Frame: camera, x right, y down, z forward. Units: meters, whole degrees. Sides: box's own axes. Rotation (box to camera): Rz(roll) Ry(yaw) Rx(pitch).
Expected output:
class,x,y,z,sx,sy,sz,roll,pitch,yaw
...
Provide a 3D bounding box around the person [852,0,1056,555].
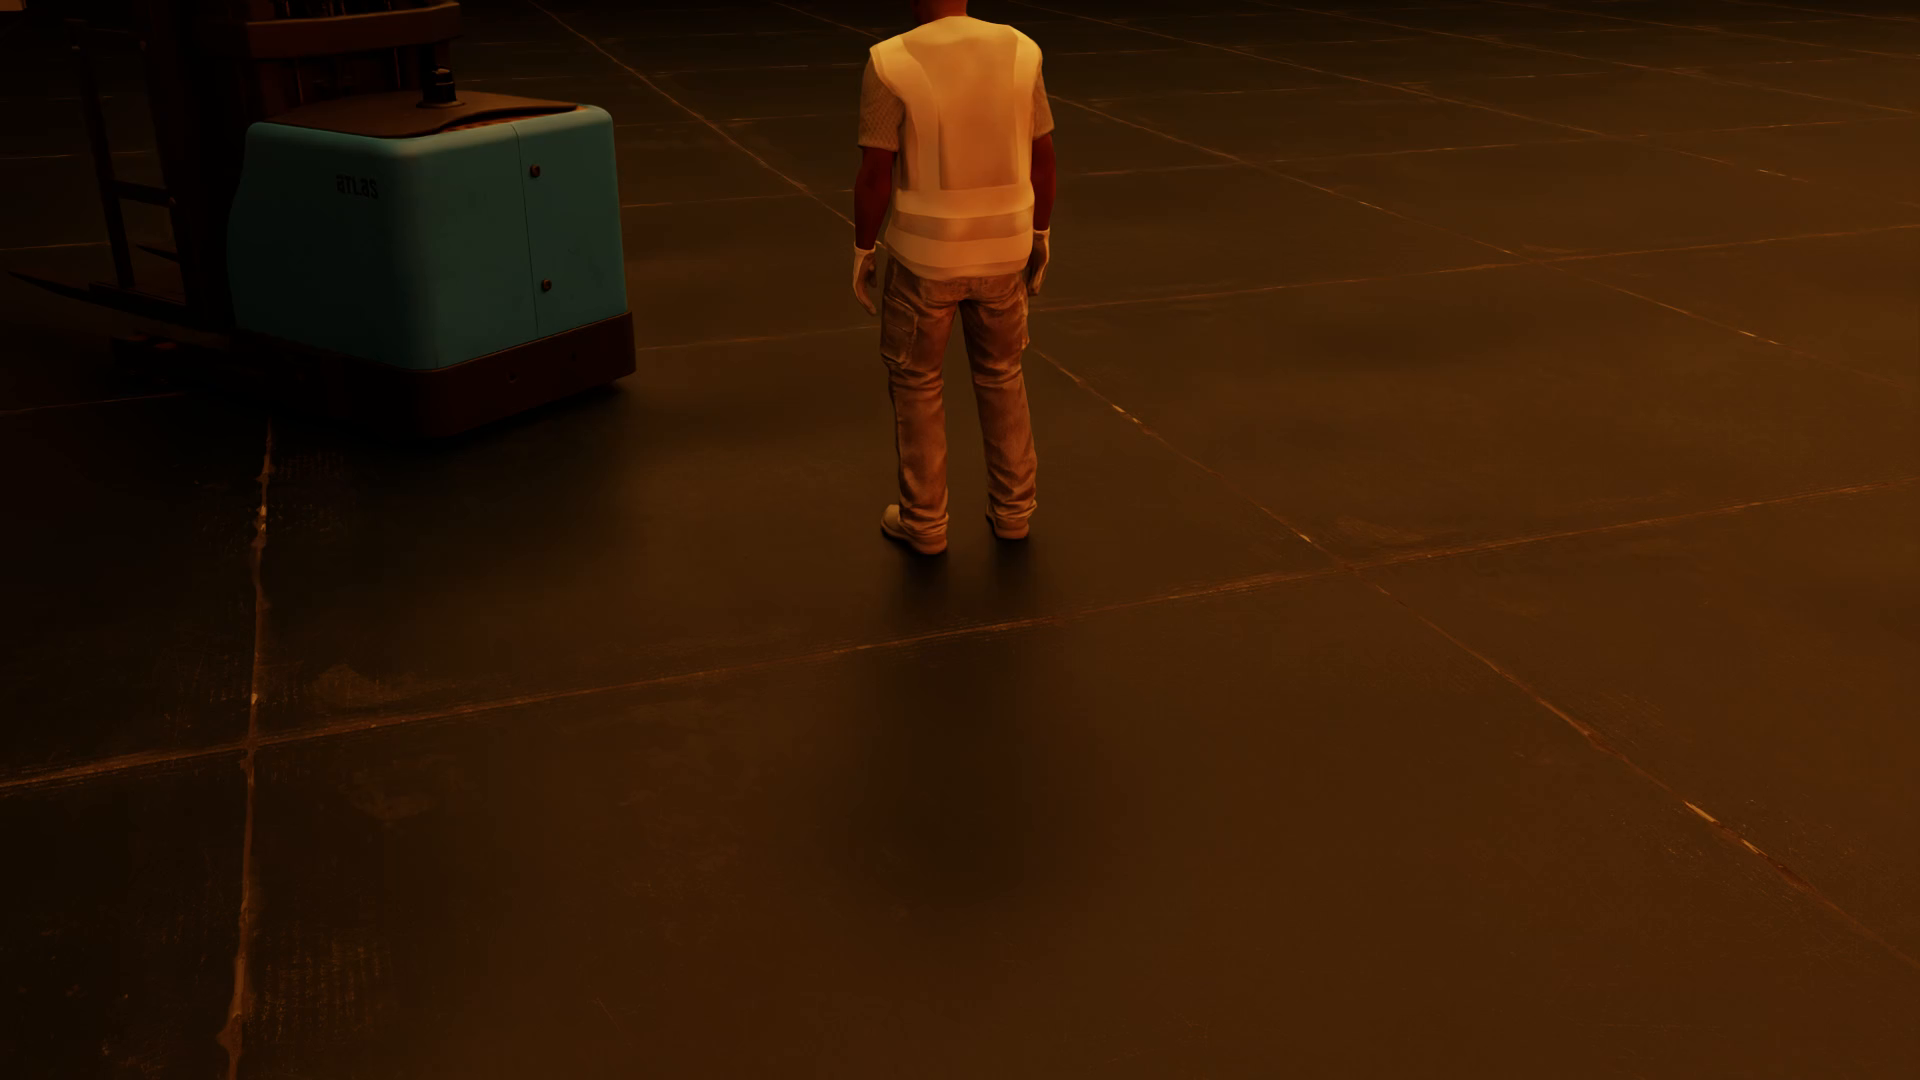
class,x,y,z,sx,sy,sz,roll,pitch,yaw
person,-0.020,-0.829,4.768,0.617,1.773,0.448,-9,24,-20

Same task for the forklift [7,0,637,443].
class,x,y,z,sx,sy,sz,roll,pitch,yaw
forklift,-2.764,-2.114,6.326,3.031,2.935,1.130,15,27,31
